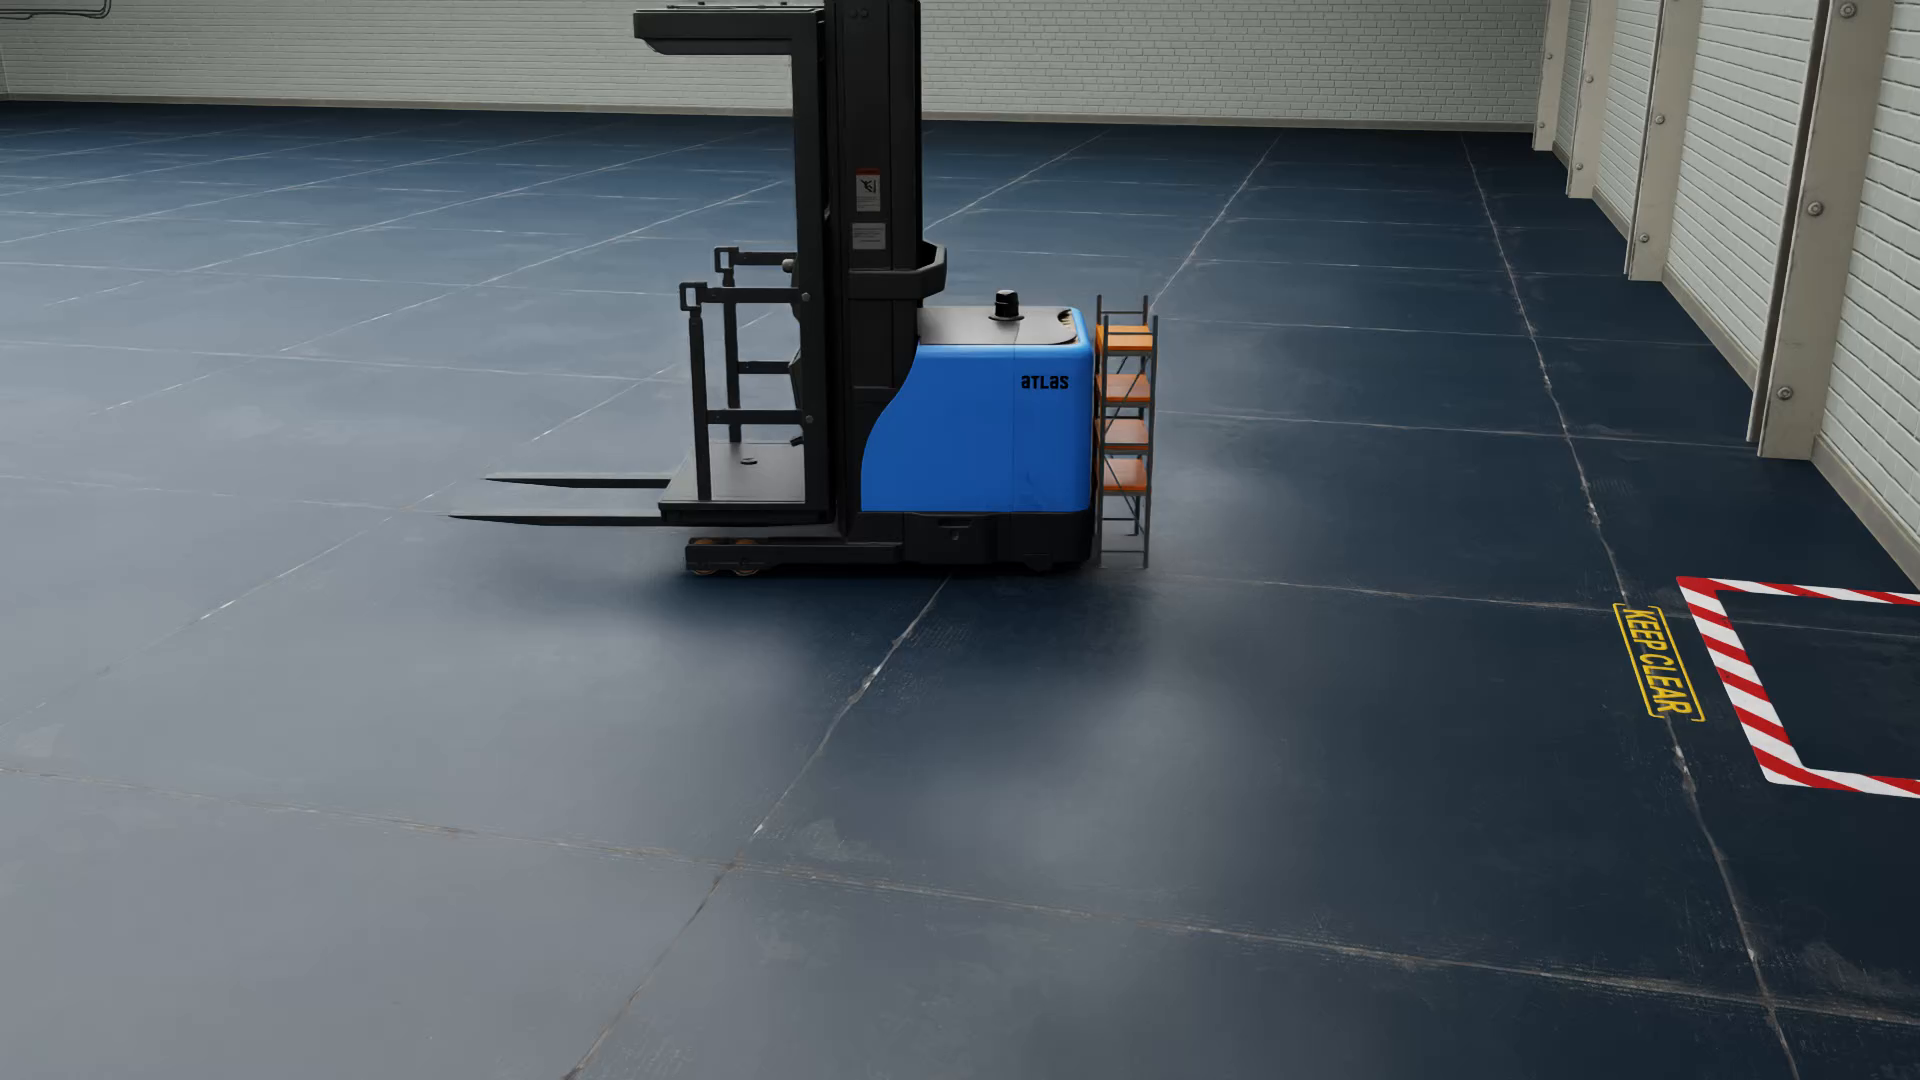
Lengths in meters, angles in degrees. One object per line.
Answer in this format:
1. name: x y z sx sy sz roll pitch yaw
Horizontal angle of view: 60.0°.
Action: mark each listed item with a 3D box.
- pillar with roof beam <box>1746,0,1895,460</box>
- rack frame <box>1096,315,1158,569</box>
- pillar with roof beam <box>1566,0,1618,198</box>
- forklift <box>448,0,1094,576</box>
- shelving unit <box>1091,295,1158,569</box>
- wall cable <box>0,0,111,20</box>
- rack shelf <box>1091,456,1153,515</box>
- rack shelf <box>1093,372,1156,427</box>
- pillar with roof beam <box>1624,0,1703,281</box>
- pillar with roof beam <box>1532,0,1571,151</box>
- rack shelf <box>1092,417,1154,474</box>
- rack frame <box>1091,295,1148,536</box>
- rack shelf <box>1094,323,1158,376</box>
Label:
1. pillar with roof beam: 0.632 -5.128 9.278 9.100 9.000 0.400 5 19 13
2. rack frame: 0.760 -0.434 7.600 0.240 1.200 0.015 0 19 1
3. pillar with roof beam: 3.564 -8.889 20.289 9.100 9.000 0.400 5 19 13
4. forklift: -0.897 -1.391 7.727 3.031 2.935 1.130 0 19 1
5. shelving unit: 0.764 -0.513 7.831 0.258 1.200 0.503 0 19 1
6. wall cable: -19.339 -12.267 34.983 3.097 2.526 0.112 5 19 13
7. rack shelf: 0.763 -0.261 7.917 0.258 0.148 0.480 0 19 1
8. rack shelf: 0.764 -0.661 7.780 0.258 0.148 0.480 0 19 1
9. pillar with roof beam: 2.098 -7.008 14.783 9.100 9.000 0.400 5 19 13
10. pillar with roof beam: 5.030 -10.769 25.795 9.100 9.000 0.400 5 19 13
11. rack shelf: 0.764 -0.449 7.853 0.258 0.148 0.480 0 19 1
12. rack frame: 0.768 -0.591 8.062 0.240 1.200 0.015 0 19 1
13. rack shelf: 0.765 -0.884 7.704 0.258 0.148 0.480 0 19 1
